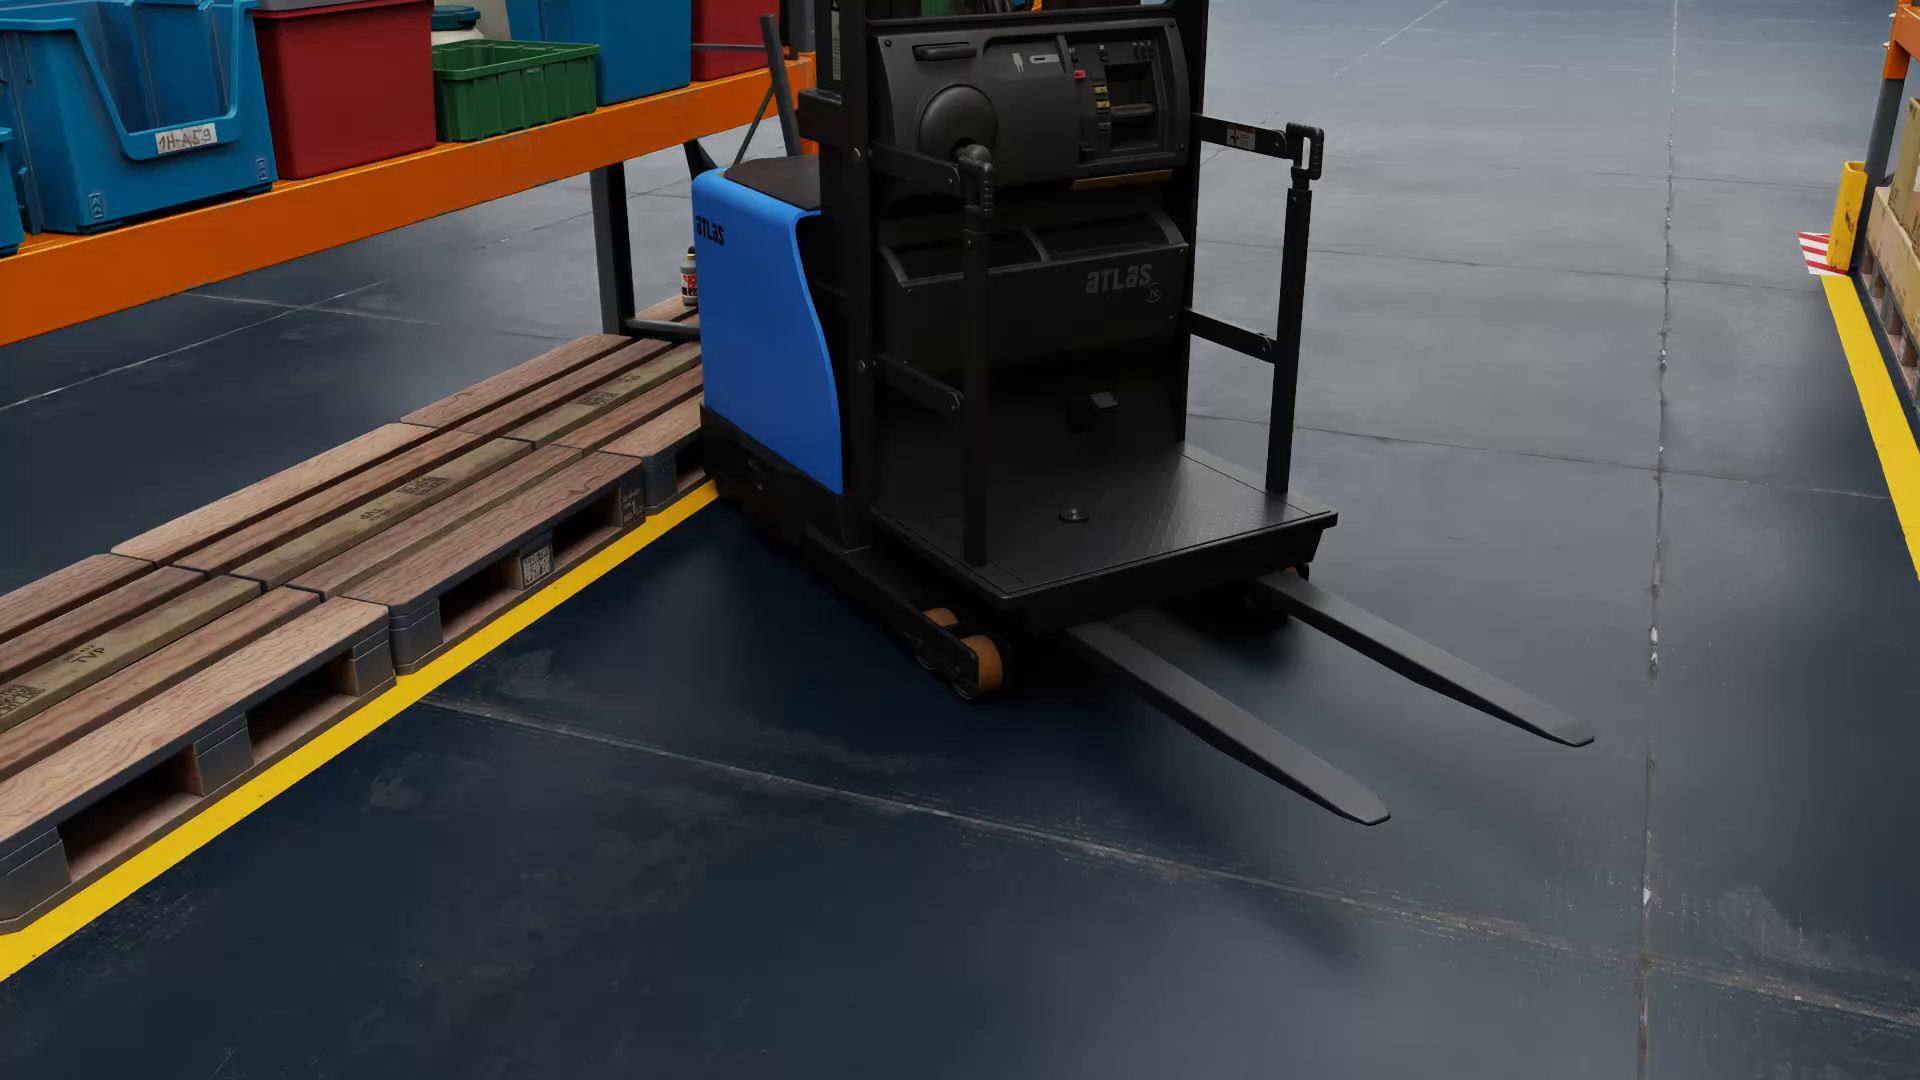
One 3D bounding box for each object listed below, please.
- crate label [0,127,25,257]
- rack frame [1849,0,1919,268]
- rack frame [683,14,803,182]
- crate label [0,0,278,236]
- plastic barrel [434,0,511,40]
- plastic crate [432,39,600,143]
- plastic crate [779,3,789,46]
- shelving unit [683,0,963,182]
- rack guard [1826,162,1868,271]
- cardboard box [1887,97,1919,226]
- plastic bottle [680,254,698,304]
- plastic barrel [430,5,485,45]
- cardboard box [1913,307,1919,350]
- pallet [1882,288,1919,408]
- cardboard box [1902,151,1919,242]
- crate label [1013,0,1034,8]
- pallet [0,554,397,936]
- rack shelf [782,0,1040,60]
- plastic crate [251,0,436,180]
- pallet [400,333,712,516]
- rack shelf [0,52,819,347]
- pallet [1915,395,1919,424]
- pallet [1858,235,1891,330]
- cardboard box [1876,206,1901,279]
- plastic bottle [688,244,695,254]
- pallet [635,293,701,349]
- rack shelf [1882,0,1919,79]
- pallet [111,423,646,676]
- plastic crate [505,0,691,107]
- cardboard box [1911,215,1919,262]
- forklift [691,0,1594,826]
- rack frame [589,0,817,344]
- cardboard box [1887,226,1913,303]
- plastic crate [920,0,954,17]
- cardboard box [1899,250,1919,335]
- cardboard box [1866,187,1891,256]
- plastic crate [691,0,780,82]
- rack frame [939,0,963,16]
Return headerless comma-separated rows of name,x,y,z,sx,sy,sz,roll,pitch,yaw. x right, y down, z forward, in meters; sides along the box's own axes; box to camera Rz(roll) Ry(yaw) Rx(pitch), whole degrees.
crate label,-1.968,-0.620,3.059,0.303,0.233,0.416,9,24,20
rack frame,5.096,-2.752,7.947,1.000,3.000,0.127,9,24,20
rack frame,-0.675,-1.028,5.649,0.500,1.500,0.032,13,37,33
crate label,-1.853,-0.933,3.546,0.502,0.435,0.616,9,24,20
plastic barrel,-1.546,-1.783,5.451,0.433,0.535,0.433,0,23,0
plastic crate,-1.372,-1.270,4.673,0.450,0.188,0.662,9,24,20
plastic crate,-0.675,-2.172,6.638,0.767,0.338,0.504,9,24,20
shelving unit,-0.399,-1.275,5.984,0.587,1.500,1.083,13,37,33
rack guard,5.105,-1.607,8.450,1.175,0.500,0.348,9,24,20
cardboard box,4.507,-1.684,7.440,0.500,0.500,0.500,9,24,20
plastic bottle,-1.142,-1.118,7.094,0.097,0.201,0.097,0,23,0
plastic barrel,-1.621,-1.516,5.167,0.301,0.262,0.301,0,23,0
cardboard box,3.947,-0.802,6.300,0.500,0.250,0.500,9,24,20
pallet,4.396,-0.751,6.774,1.003,0.211,1.213,9,24,20
cardboard box,4.333,-1.503,7.007,0.500,0.500,0.500,9,24,20
crate label,0.066,-2.782,7.972,0.502,0.435,0.616,9,24,20
pallet,-2.149,0.415,3.982,1.003,0.211,1.213,9,24,20
rack shelf,-0.244,-2.415,8.073,1.077,0.370,4.000,9,24,20
plastic crate,-1.589,-1.164,4.062,0.402,0.464,0.583,9,24,20
pallet,-1.243,-0.458,6.073,1.003,0.211,1.213,9,24,20
rack shelf,-1.730,-0.984,4.647,1.077,0.370,4.000,9,24,20
pallet,3.945,-0.313,5.725,1.003,0.211,1.213,9,24,20
pallet,4.851,-1.186,7.815,1.003,0.211,1.213,9,24,20
cardboard box,4.508,-1.338,7.583,0.500,0.250,0.500,9,24,20
plastic bottle,-1.115,-1.200,7.185,0.061,0.283,0.133,10,25,23
pallet,-0.699,-0.979,7.320,1.003,0.211,1.213,9,24,20
rack shelf,4.353,-1.705,6.372,1.077,0.370,4.000,9,24,20
pallet,-1.694,-0.020,5.024,1.003,0.211,1.213,9,24,20
plastic crate,-1.108,-1.585,5.173,0.392,0.384,0.575,9,24,20
cardboard box,4.131,-1.327,6.584,0.500,0.500,0.500,9,24,20
forklift,0.323,-1.146,4.191,1.130,2.935,3.031,-13,26,-28
rack frame,-0.987,-2.031,6.221,1.000,3.000,0.127,9,24,20
cardboard box,4.322,-1.159,7.155,0.500,0.250,0.500,9,24,20
plastic crate,-0.221,-2.379,7.328,0.450,0.188,0.662,9,24,20
cardboard box,4.132,-0.981,6.729,0.500,0.250,0.500,9,24,20
cardboard box,4.691,-1.517,8.013,0.500,0.250,0.500,9,24,20
plastic crate,-0.883,-1.844,5.689,0.402,0.464,0.583,9,24,20
rack frame,-0.113,-1.531,6.331,0.500,1.500,0.032,13,37,33
